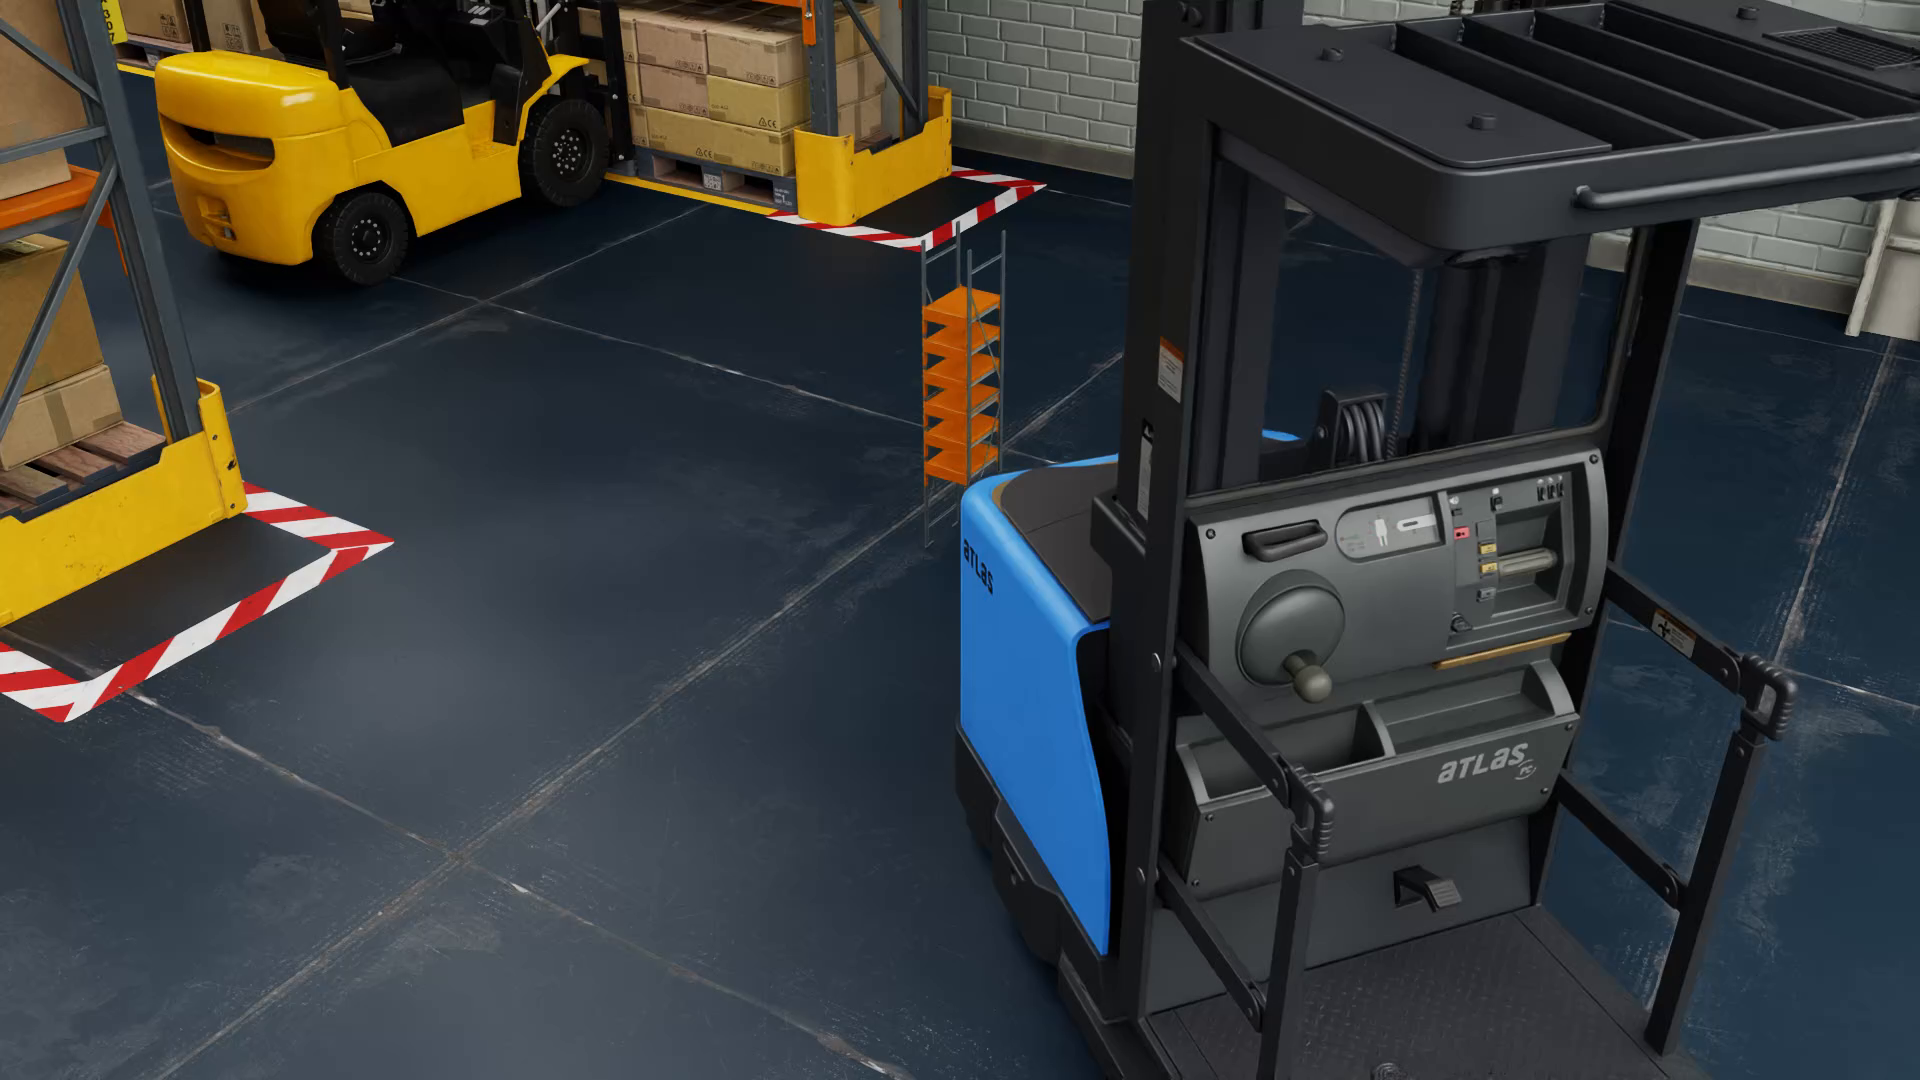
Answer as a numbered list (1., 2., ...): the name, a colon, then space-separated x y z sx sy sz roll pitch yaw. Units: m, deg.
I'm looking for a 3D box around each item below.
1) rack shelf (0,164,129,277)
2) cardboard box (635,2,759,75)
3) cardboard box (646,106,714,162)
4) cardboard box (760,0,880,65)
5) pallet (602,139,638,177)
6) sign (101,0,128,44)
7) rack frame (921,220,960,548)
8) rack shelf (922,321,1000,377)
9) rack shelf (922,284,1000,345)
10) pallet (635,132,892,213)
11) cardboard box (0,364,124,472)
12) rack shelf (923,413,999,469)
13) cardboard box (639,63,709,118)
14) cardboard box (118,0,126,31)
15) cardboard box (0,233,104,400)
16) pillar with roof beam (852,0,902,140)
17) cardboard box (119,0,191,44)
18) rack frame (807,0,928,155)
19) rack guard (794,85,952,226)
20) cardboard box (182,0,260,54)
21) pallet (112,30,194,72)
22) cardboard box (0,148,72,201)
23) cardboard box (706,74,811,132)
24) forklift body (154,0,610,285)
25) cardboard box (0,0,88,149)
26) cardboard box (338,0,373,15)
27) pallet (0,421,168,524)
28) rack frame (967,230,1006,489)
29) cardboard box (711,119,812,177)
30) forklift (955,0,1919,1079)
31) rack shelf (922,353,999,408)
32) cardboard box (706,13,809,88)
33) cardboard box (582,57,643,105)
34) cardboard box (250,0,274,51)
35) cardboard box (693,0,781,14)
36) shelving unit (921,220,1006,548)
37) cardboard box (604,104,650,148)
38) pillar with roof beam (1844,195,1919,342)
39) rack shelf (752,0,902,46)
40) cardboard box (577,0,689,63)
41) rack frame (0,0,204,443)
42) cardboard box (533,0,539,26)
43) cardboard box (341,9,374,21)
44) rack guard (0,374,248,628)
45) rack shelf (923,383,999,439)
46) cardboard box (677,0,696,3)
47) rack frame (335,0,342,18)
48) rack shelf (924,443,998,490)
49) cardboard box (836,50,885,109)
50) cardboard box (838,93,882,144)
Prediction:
1. rack shelf: -4.832 -1.432 6.442 4.000 0.370 1.077 18 35 27
2. cardboard box: -1.494 -2.877 9.524 0.500 0.250 0.500 18 35 28
3. cardboard box: -1.485 -2.449 9.782 0.500 0.250 0.500 18 35 27
4. cardboard box: -0.809 -2.962 9.670 0.500 0.250 0.500 17 34 27
5. pallet: -2.202 -2.636 10.559 1.213 0.211 1.003 18 35 27
6. sign: -2.850 -1.813 5.521 0.005 0.325 0.100 18 35 27
7. rack frame: -0.065 -0.539 5.983 0.006 1.200 0.240 18 35 27
8. rack shelf: 0.012 -0.683 5.842 0.180 0.103 0.258 18 35 27
9. rack shelf: 0.012 -0.787 5.782 0.180 0.103 0.258 18 35 27
10. pallet: -1.173 -2.309 9.999 1.213 0.211 1.003 18 35 27
11. cardboard box: -3.675 -0.535 6.502 0.500 0.250 0.500 17 34 27
12. rack shelf: 0.012 -0.372 6.024 0.180 0.103 0.258 18 35 27
13. cardboard box: -1.500 -2.672 9.669 0.500 0.250 0.500 17 34 27
14. cardboard box: -6.200 -4.281 12.551 0.625 0.625 0.875 19 35 29
15. cardboard box: -3.695 -0.865 6.324 0.500 0.500 0.500 16 34 26
16. pillar with roof beam: -2.902 -4.652 5.293 0.400 9.000 9.100 18 35 27
17. cardboard box: -5.629 -4.100 12.242 0.625 0.625 0.875 16 34 25
18. rack frame: -0.503 -3.327 8.975 0.127 3.000 1.000 18 35 27
19. rack guard: -0.482 -2.240 9.594 0.348 0.500 1.175 18 35 27
20. cardboard box: -4.992 -3.900 11.898 0.625 0.625 0.875 17 34 27
21. pallet: -5.573 -3.701 12.384 1.213 0.211 1.003 18 35 27
22. cardboard box: -3.316 -1.278 5.713 0.250 0.149 0.380 18 35 28
23. cardboard box: -1.081 -2.533 9.431 0.500 0.250 0.500 17 34 27
24. forklift body: -3.079 -2.689 8.725 1.214 2.155 2.313 18 35 27
25. cardboard box: -3.392 -1.624 5.663 0.500 0.500 0.500 17 34 27
26. cardboard box: -3.648 -3.560 10.696 0.500 0.250 0.500 17 34 27
27. pallet: -3.872 -0.256 6.479 1.213 0.211 1.003 18 35 27
28. rack frame: 0.090 -0.490 5.899 0.006 1.200 0.240 18 35 27
29. cardboard box: -1.069 -2.311 9.547 0.500 0.250 0.500 18 35 28
30. forklift: 0.972 0.114 3.146 1.130 2.935 3.031 -11 32 -17
31. rack shelf: 0.012 -0.580 5.903 0.180 0.103 0.258 18 35 27
32. cardboard box: -1.058 -2.742 9.294 0.500 0.250 0.500 19 35 29
33. cardboard box: -1.949 -2.801 9.891 0.500 0.250 0.500 17 34 26
34. cardboard box: -4.338 -3.689 11.536 0.625 0.625 0.875 19 35 29
35. cardboard box: -1.234 -3.094 9.896 0.500 0.250 0.500 18 35 27
36. shelving unit: 0.012 -0.514 5.941 0.189 1.200 0.258 18 35 27
37. cardboard box: -1.904 -2.586 10.019 0.500 0.250 0.500 18 35 28
38. pillar with roof beam: 2.180 -3.044 2.538 0.400 9.000 9.100 18 35 27
39. rack shelf: -2.197 -3.552 10.075 4.000 0.370 1.077 18 35 27
40. cardboard box: -1.927 -3.008 9.748 0.500 0.250 0.500 18 35 28
41. rack frame: -3.138 -1.207 5.342 0.127 3.000 1.000 18 35 27
42. cardboard box: -2.352 -3.147 9.987 0.500 0.250 0.500 17 34 26
43. cardboard box: -3.645 -3.346 10.825 0.500 0.250 0.500 17 34 27
44. rack guard: -3.203 -0.148 6.007 0.348 0.500 1.175 18 35 27
45. rack shelf: 0.012 -0.476 5.963 0.180 0.103 0.258 18 35 27
46. cardboard box: -1.652 -3.233 10.134 0.500 0.250 0.500 17 34 27
47. rack frame: -3.891 -4.398 10.812 0.127 3.000 1.000 18 35 27
48. rack shelf: 0.012 -0.269 6.084 0.180 0.103 0.258 18 35 27
49. cardboard box: -0.790 -2.751 9.804 0.500 0.250 0.500 18 35 28
50. cardboard box: -0.815 -2.535 9.931 0.500 0.250 0.500 18 35 28
